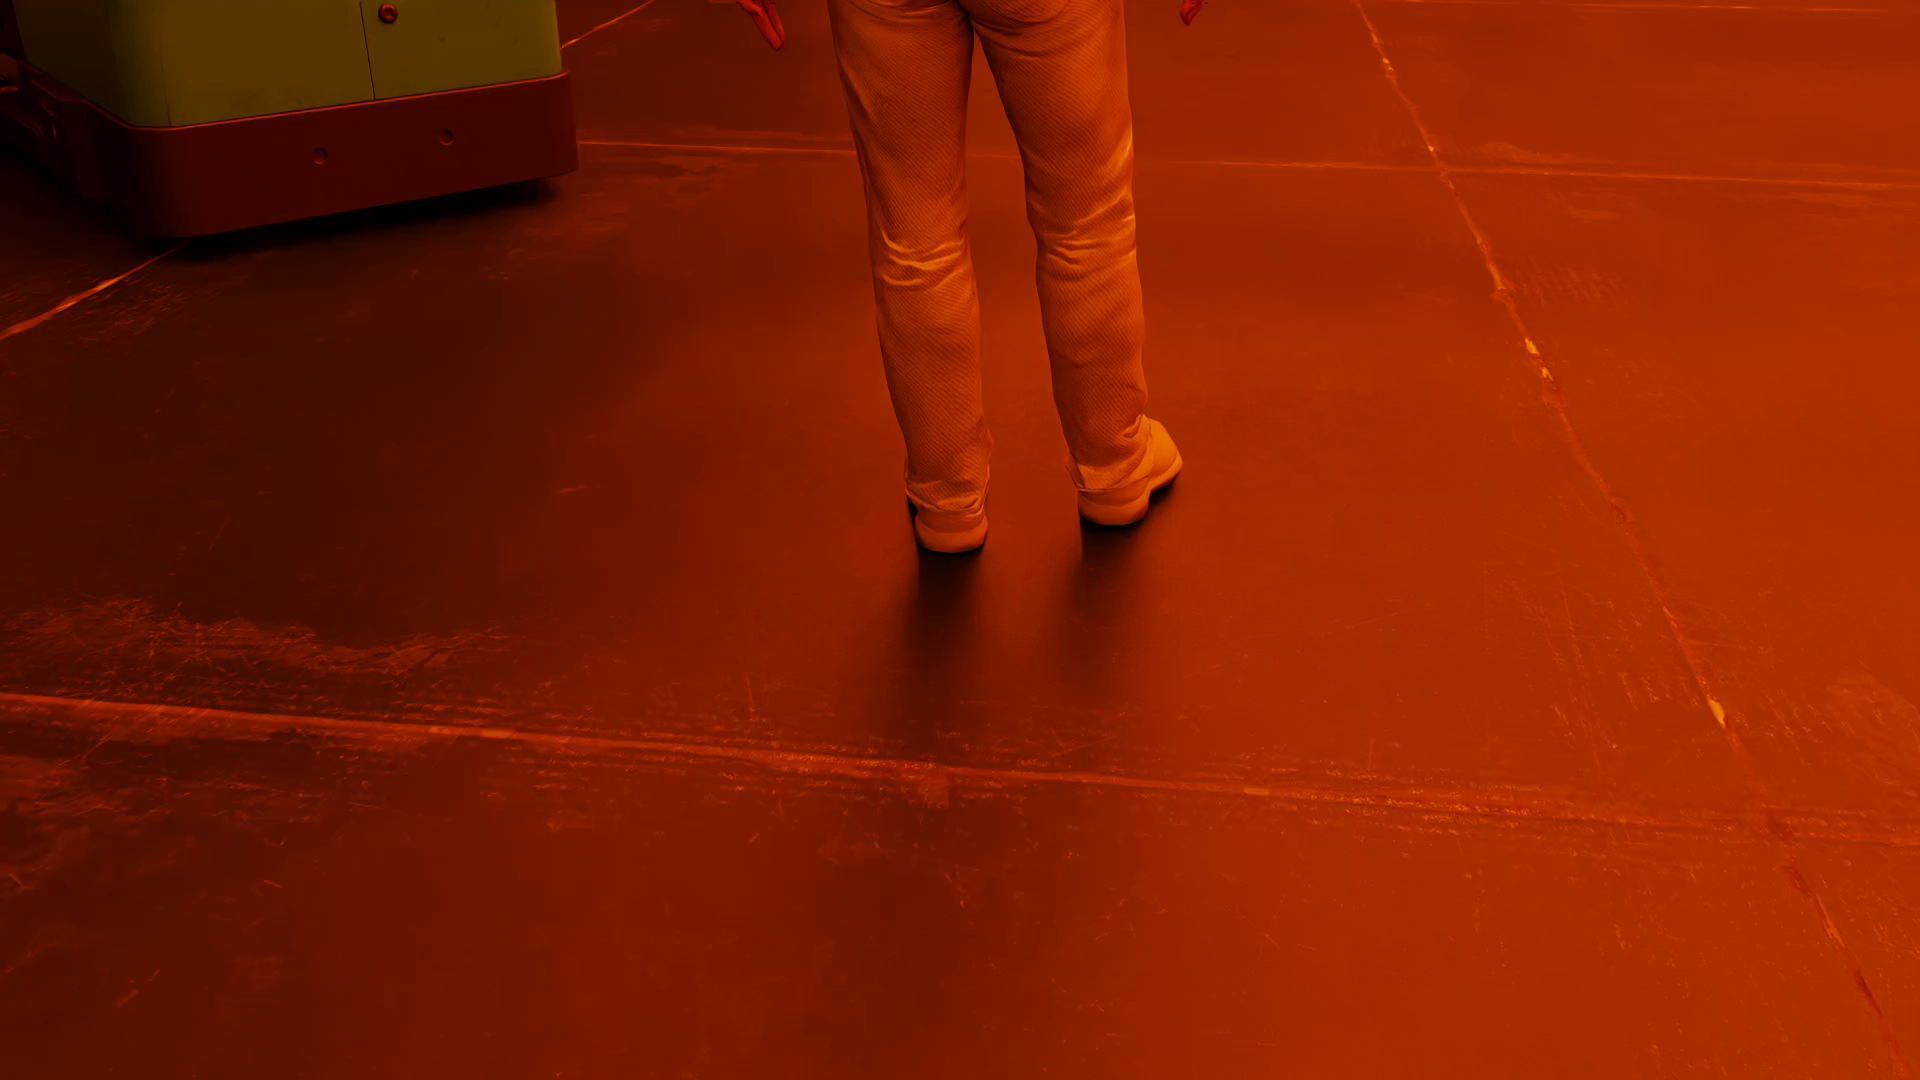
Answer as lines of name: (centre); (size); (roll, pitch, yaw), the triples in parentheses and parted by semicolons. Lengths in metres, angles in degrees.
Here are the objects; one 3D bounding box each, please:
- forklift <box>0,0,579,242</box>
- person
forklift: (-2.287, -2.568, 4.366); (1.130, 2.935, 3.031); (-20, 33, -34)
person: (0.014, -0.825, 2.166); (0.666, 1.761, 0.575); (3, 27, 7)
